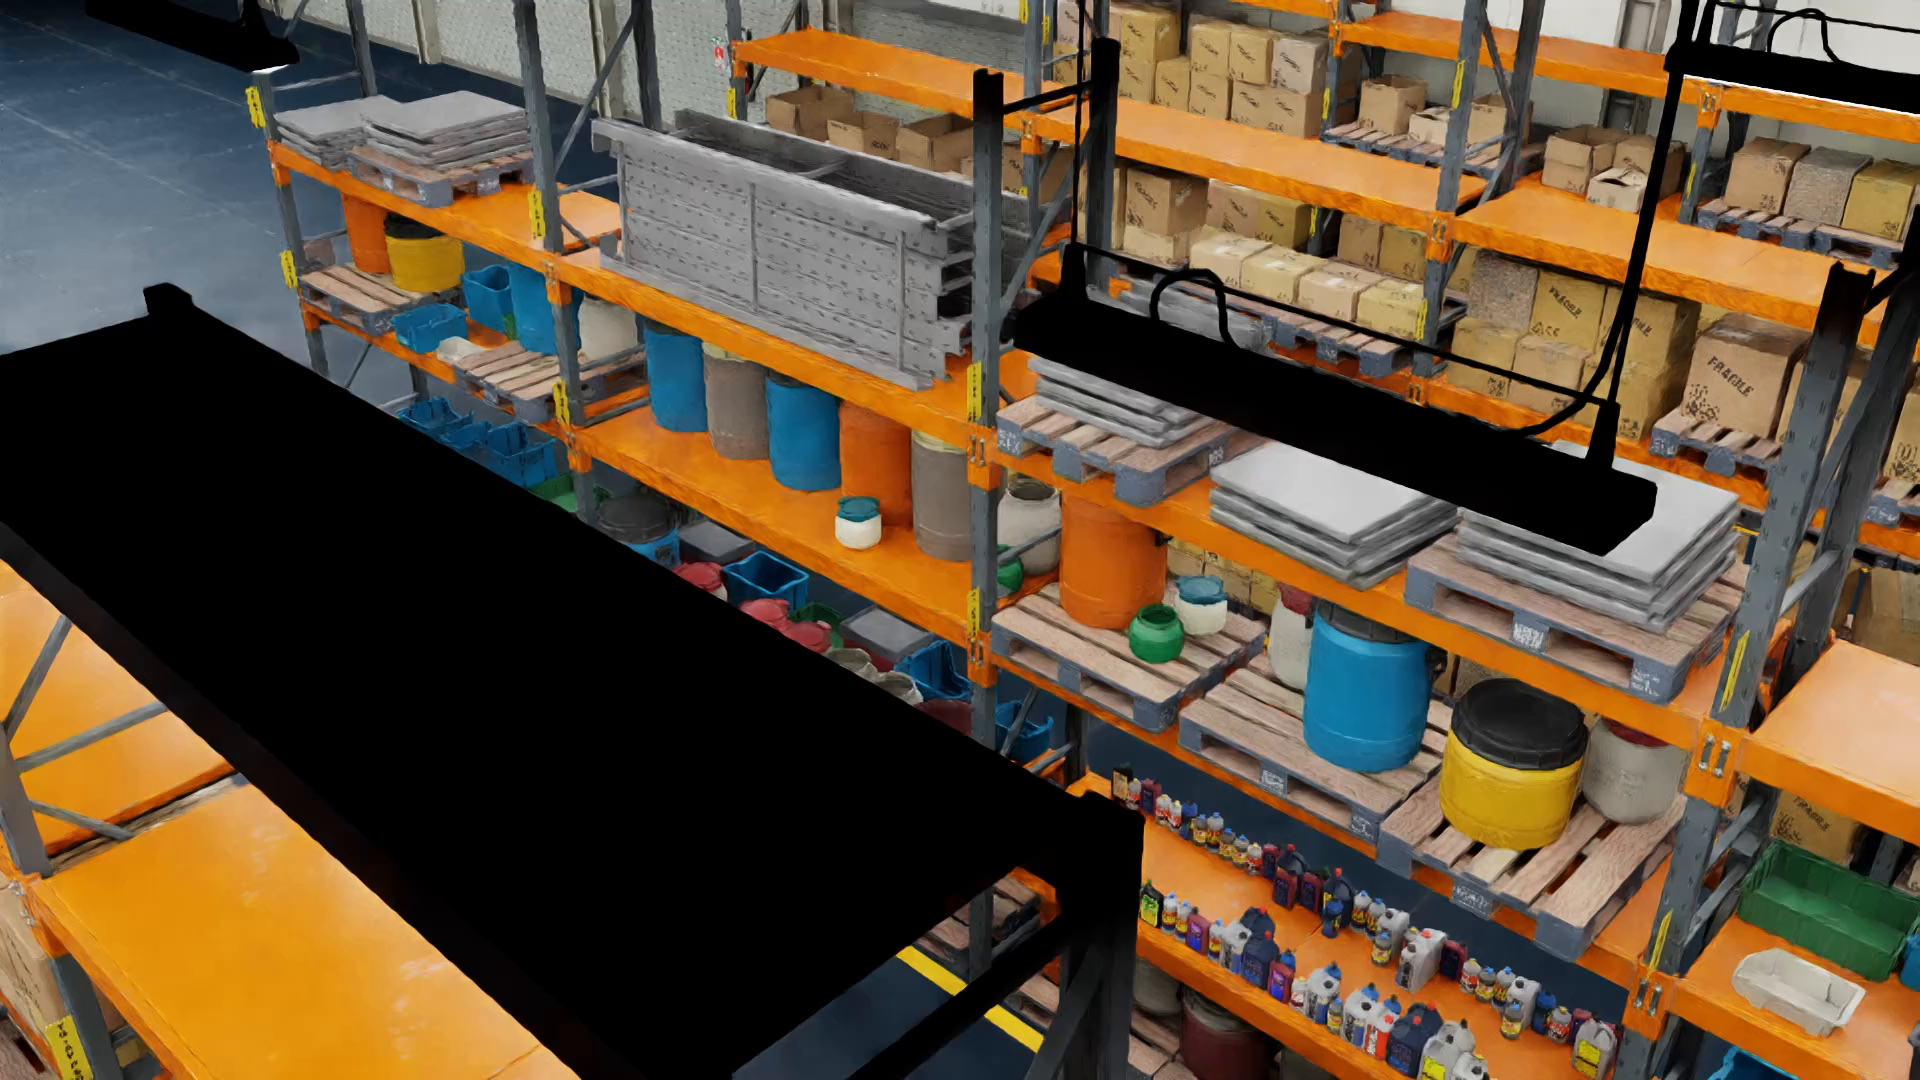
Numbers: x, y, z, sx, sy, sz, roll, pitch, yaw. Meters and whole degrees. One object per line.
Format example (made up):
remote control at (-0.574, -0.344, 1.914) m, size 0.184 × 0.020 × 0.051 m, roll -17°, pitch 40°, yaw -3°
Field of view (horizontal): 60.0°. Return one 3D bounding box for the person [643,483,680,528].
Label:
person at (-2.658, -0.568, 15.501) m, size 0.630 × 1.730 × 1.046 m, roll -13°, pitch 32°, yaw -22°
